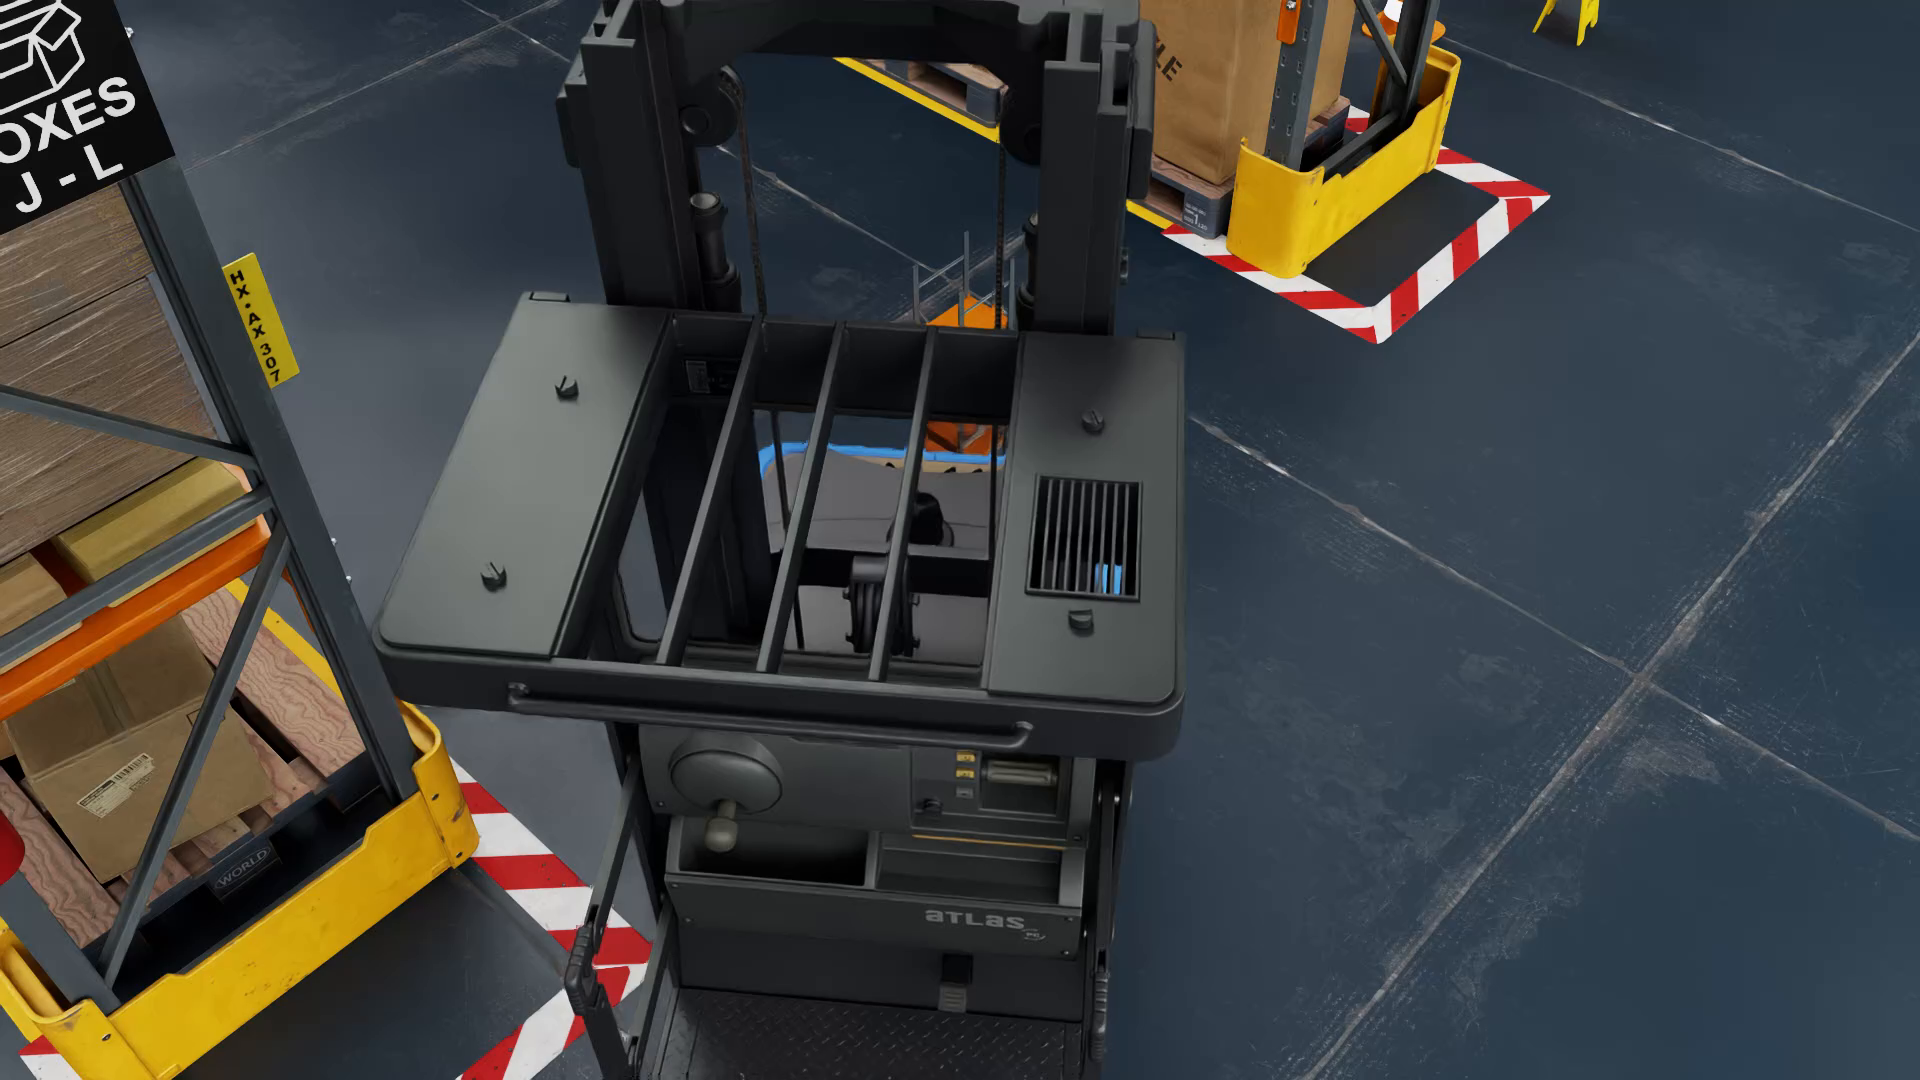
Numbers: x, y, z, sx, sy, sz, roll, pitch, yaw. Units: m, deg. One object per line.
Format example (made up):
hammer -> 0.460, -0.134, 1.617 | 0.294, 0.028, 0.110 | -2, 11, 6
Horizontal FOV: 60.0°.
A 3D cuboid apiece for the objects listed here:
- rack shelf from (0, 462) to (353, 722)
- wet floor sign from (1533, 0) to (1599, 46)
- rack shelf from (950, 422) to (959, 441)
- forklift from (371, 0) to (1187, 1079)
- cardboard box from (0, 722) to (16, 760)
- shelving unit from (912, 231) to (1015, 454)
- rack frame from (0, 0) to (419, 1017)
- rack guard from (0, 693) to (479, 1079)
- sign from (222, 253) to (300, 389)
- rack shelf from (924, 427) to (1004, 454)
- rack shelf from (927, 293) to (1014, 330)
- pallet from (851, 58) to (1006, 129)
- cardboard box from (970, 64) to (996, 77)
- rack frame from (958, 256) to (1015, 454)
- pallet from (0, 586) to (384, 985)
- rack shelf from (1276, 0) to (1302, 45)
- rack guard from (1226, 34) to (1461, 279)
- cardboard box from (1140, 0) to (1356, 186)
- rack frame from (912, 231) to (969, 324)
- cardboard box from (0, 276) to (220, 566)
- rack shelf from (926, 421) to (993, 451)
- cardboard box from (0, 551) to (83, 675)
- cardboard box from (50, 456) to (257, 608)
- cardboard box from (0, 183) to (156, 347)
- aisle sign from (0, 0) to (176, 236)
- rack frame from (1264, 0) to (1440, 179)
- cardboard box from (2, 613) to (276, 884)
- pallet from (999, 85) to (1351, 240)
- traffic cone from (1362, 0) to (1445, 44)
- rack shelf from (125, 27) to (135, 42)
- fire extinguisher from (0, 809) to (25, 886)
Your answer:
rack shelf -> -3.329, -0.611, 4.760 | 4.000, 0.370, 1.077 | 34, 55, 28
wet floor sign -> 2.943, -2.716, 7.858 | 0.232, 0.644, 0.267 | 25, 52, 22
rack shelf -> 0.011, -0.455, 5.251 | 0.180, 0.103, 0.258 | 34, 55, 28
forklift -> -0.208, 0.555, 3.219 | 1.130, 2.935, 3.031 | 4, 47, 4
cardboard box -> -2.770, 0.248, 4.886 | 0.500, 0.500, 0.500 | -25, 52, -21
shelving unit -> 0.011, -0.404, 5.306 | 0.189, 1.200, 0.258 | 34, 55, 28
rack frame -> -1.859, 0.131, 3.569 | 0.127, 3.000, 1.000 | 34, 55, 28
rack guard -> -1.915, 0.949, 4.516 | 0.348, 0.500, 1.175 | 34, 55, 28
sign -> -1.492, -0.456, 3.527 | 0.005, 0.325, 0.100 | 34, 55, 28
rack shelf -> 0.011, -0.291, 5.426 | 0.180, 0.103, 0.258 | 34, 55, 28
rack shelf -> 0.011, -0.620, 5.076 | 0.180, 0.103, 0.258 | 34, 55, 28
pallet -> 0.046, -2.478, 7.932 | 1.213, 0.211, 1.003 | 34, 55, 28
cardboard box -> 0.388, -2.626, 7.328 | 0.875, 0.875, 0.875 | 33, 55, 27
rack frame -> 0.078, -0.358, 5.263 | 0.006, 1.200, 0.240 | 34, 55, 28
pallet -> -2.488, 0.628, 5.016 | 1.213, 0.211, 1.003 | 34, 55, 28
rack shelf -> 0.109, -3.219, 7.208 | 4.000, 0.370, 1.077 | 34, 55, 28
rack guard -> 1.596, -1.608, 6.917 | 0.348, 0.500, 1.175 | 34, 55, 28
cardboard box -> 1.036, -2.192, 6.920 | 0.875, 0.875, 0.875 | 34, 56, 28
rack frame -> -0.057, -0.449, 5.348 | 0.006, 1.200, 0.240 | 34, 55, 28
cardboard box -> -2.245, -0.291, 3.693 | 0.500, 0.500, 0.875 | 34, 55, 28
rack shelf -> 0.011, -0.373, 5.338 | 0.180, 0.103, 0.258 | 34, 55, 28
cardboard box -> -2.209, 0.187, 3.689 | 0.250, 0.149, 0.380 | 34, 55, 28
cardboard box -> -1.907, -0.051, 3.913 | 0.250, 0.149, 0.380 | 34, 55, 28
cardboard box -> -2.079, -0.765, 3.452 | 0.500, 0.500, 0.500 | 34, 55, 28
aisle sign -> -1.610, -0.889, 2.744 | 0.004, 0.787, 0.394 | 34, 55, 28
rack frame -> 1.579, -2.476, 6.017 | 0.127, 3.000, 1.000 | 34, 55, 28
cardboard box -> -2.307, 0.525, 4.626 | 0.500, 0.500, 0.500 | -28, 53, -24
pallet -> 0.938, -1.875, 7.366 | 1.213, 0.211, 1.003 | 34, 55, 28
traffic cone -> 2.152, -2.631, 7.903 | 0.334, 0.463, 0.336 | 34, 55, 28
rack shelf -> -3.329, -1.638, 3.666 | 4.000, 0.370, 1.077 | 34, 55, 28
fire extinguisher -> -2.088, 0.461, 3.312 | 0.183, 0.674, 0.296 | 34, 55, 28
